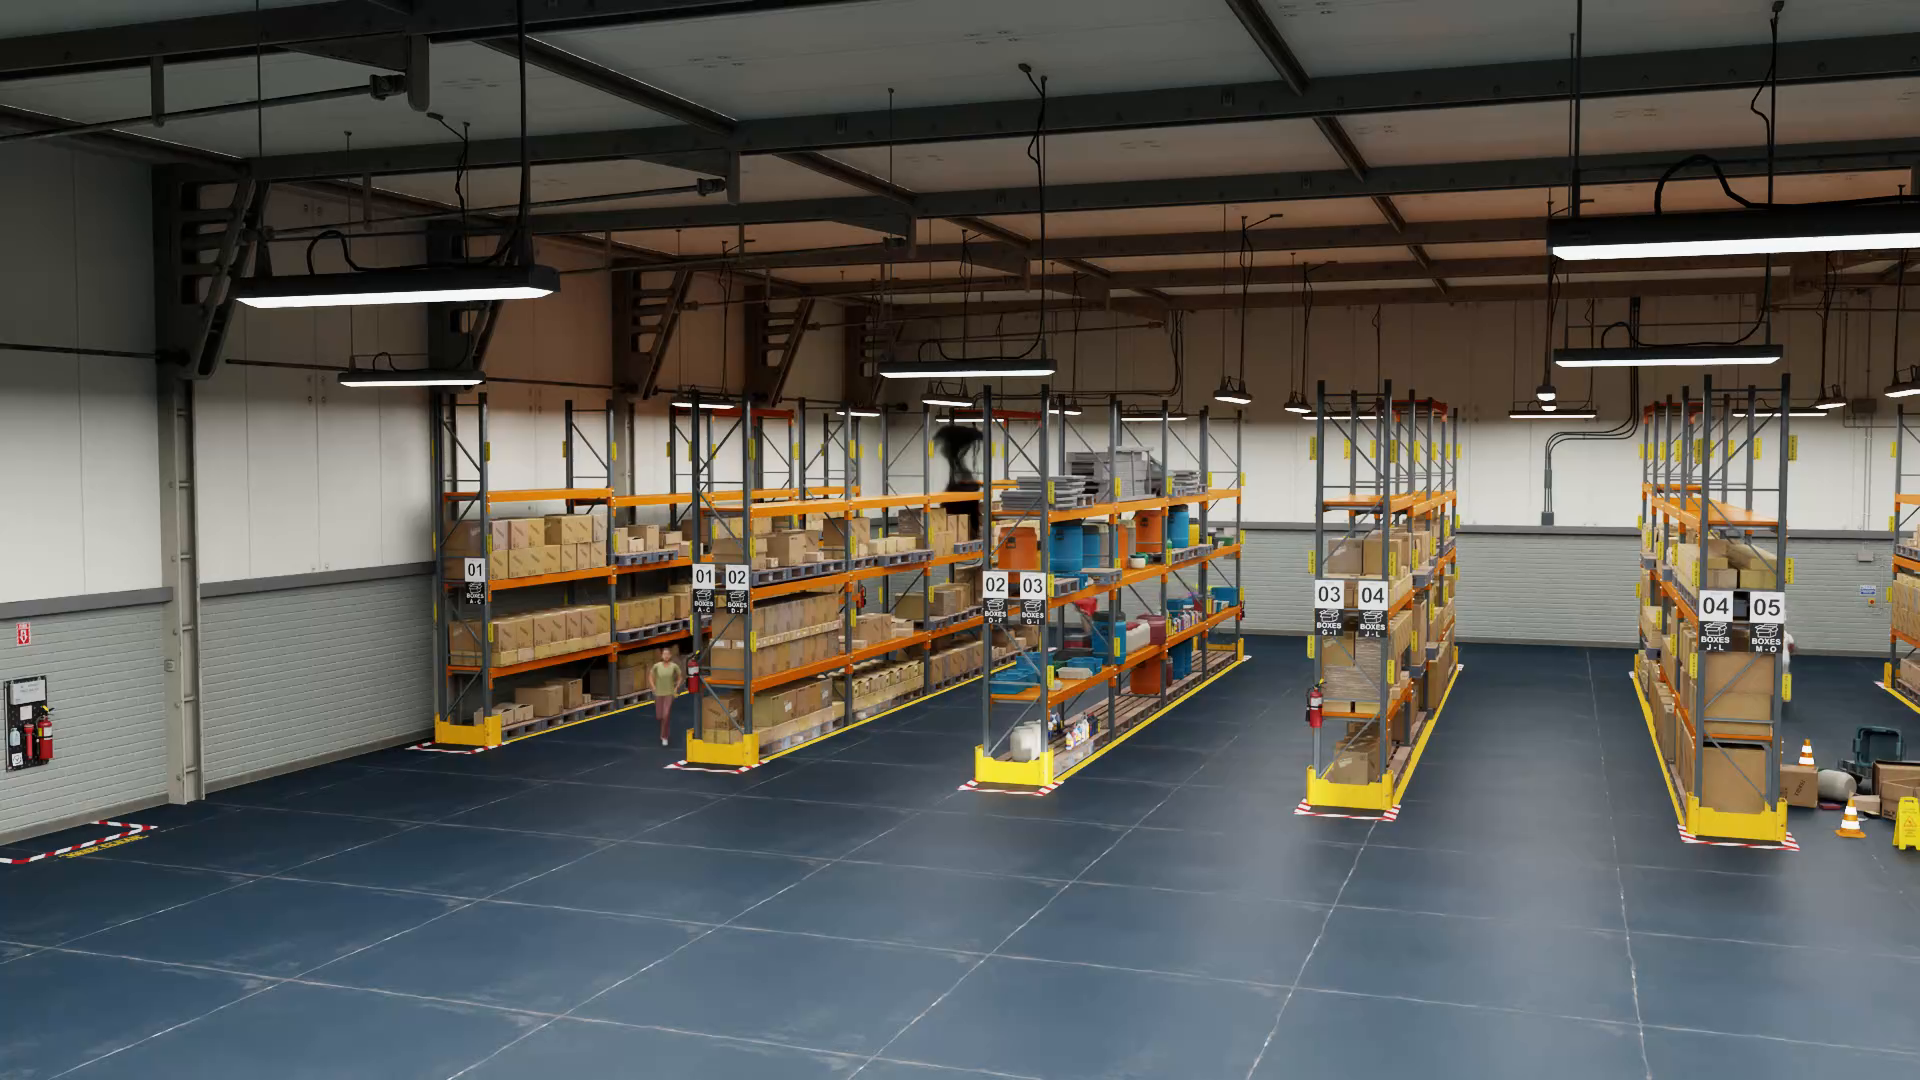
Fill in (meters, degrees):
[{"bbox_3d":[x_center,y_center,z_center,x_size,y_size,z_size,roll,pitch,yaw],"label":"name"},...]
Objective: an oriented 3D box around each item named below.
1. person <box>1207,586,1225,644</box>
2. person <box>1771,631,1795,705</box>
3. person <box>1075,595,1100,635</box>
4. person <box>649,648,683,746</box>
[{"bbox_3d":[6.509,1.950,42.763,0.924,1.571,0.724,2,4,39],"label":"person"},{"bbox_3d":[16.006,2.429,32.573,0.665,1.774,0.961,1,3,10],"label":"person"},{"bbox_3d":[3.172,1.944,40.925,0.695,1.666,0.890,-1,3,-14],"label":"person"},{"bbox_3d":[-5.060,2.669,28.585,0.576,1.652,0.666,0,3,-5],"label":"person"}]
